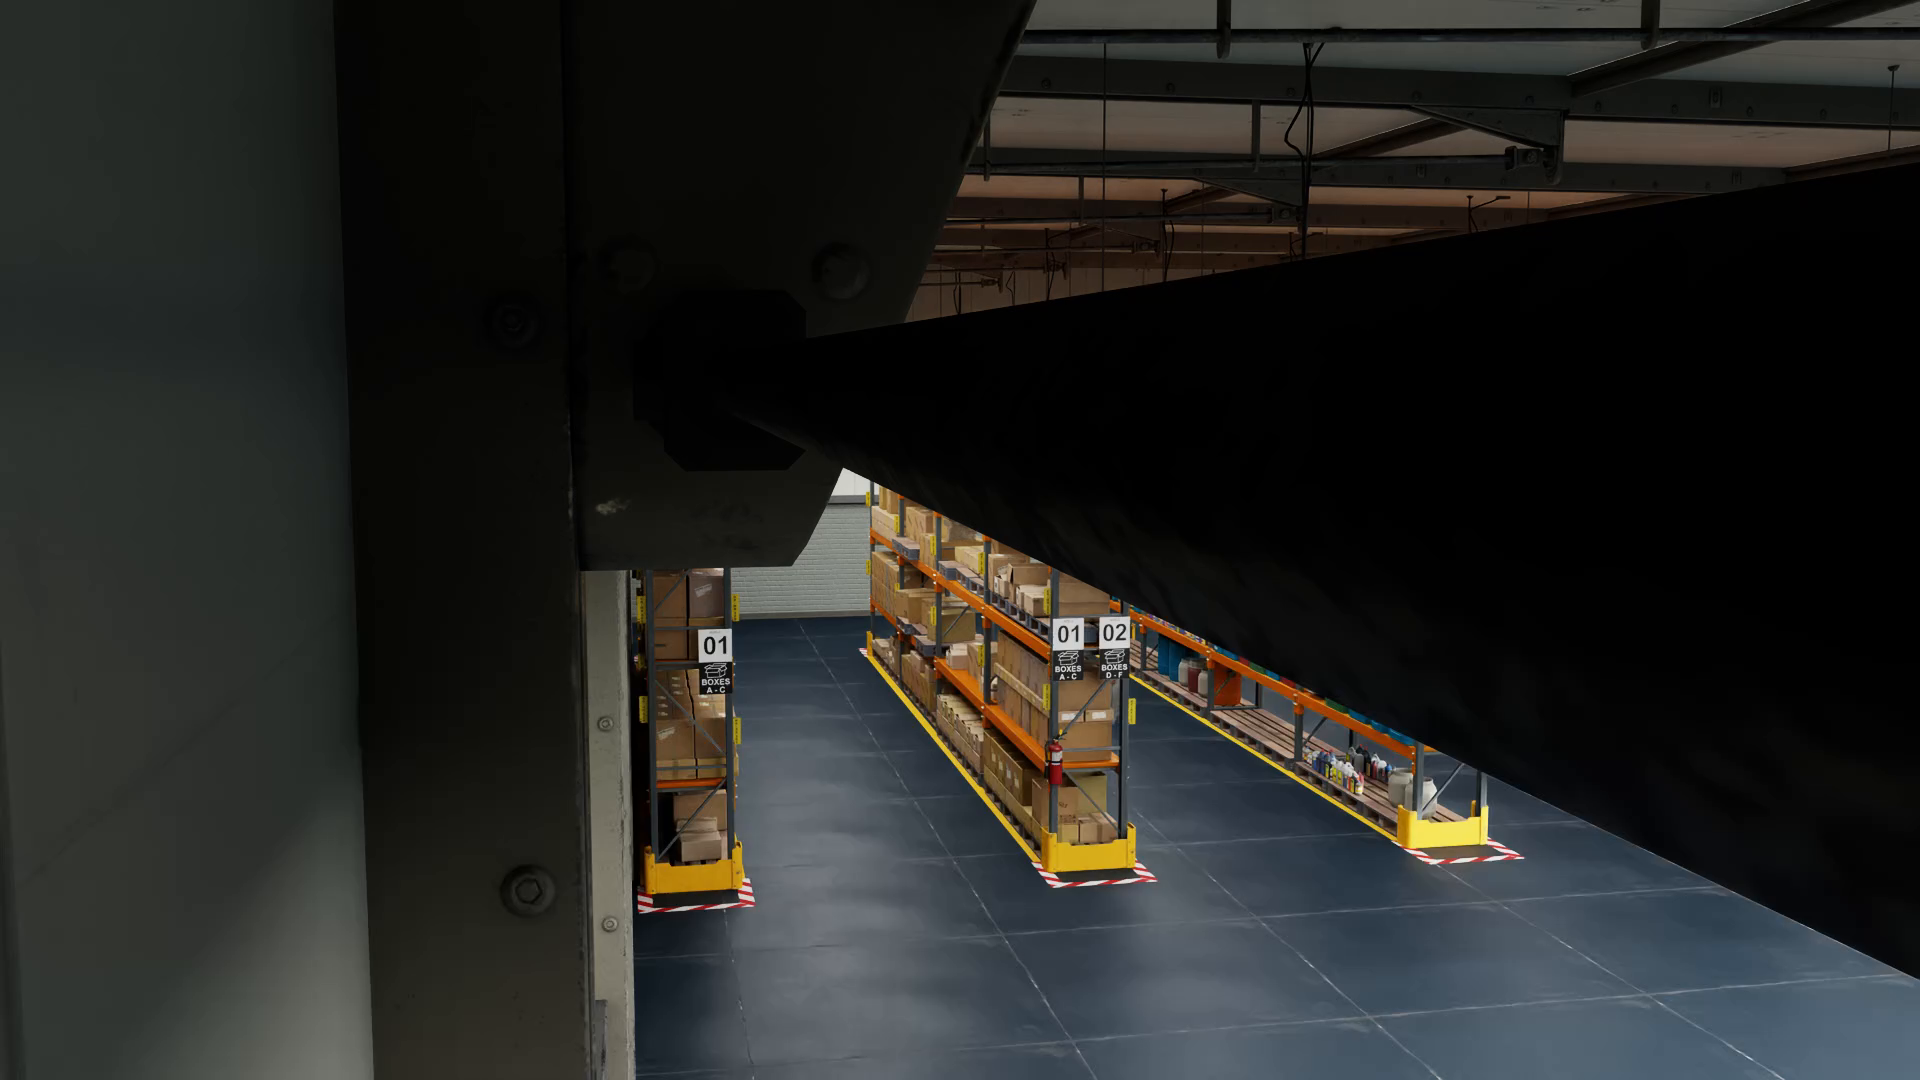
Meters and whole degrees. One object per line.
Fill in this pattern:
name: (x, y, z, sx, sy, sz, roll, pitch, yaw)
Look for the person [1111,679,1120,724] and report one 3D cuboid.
person: (2.705, 2.411, 29.689, 0.608, 1.714, 0.489, -5, 8, -40)
